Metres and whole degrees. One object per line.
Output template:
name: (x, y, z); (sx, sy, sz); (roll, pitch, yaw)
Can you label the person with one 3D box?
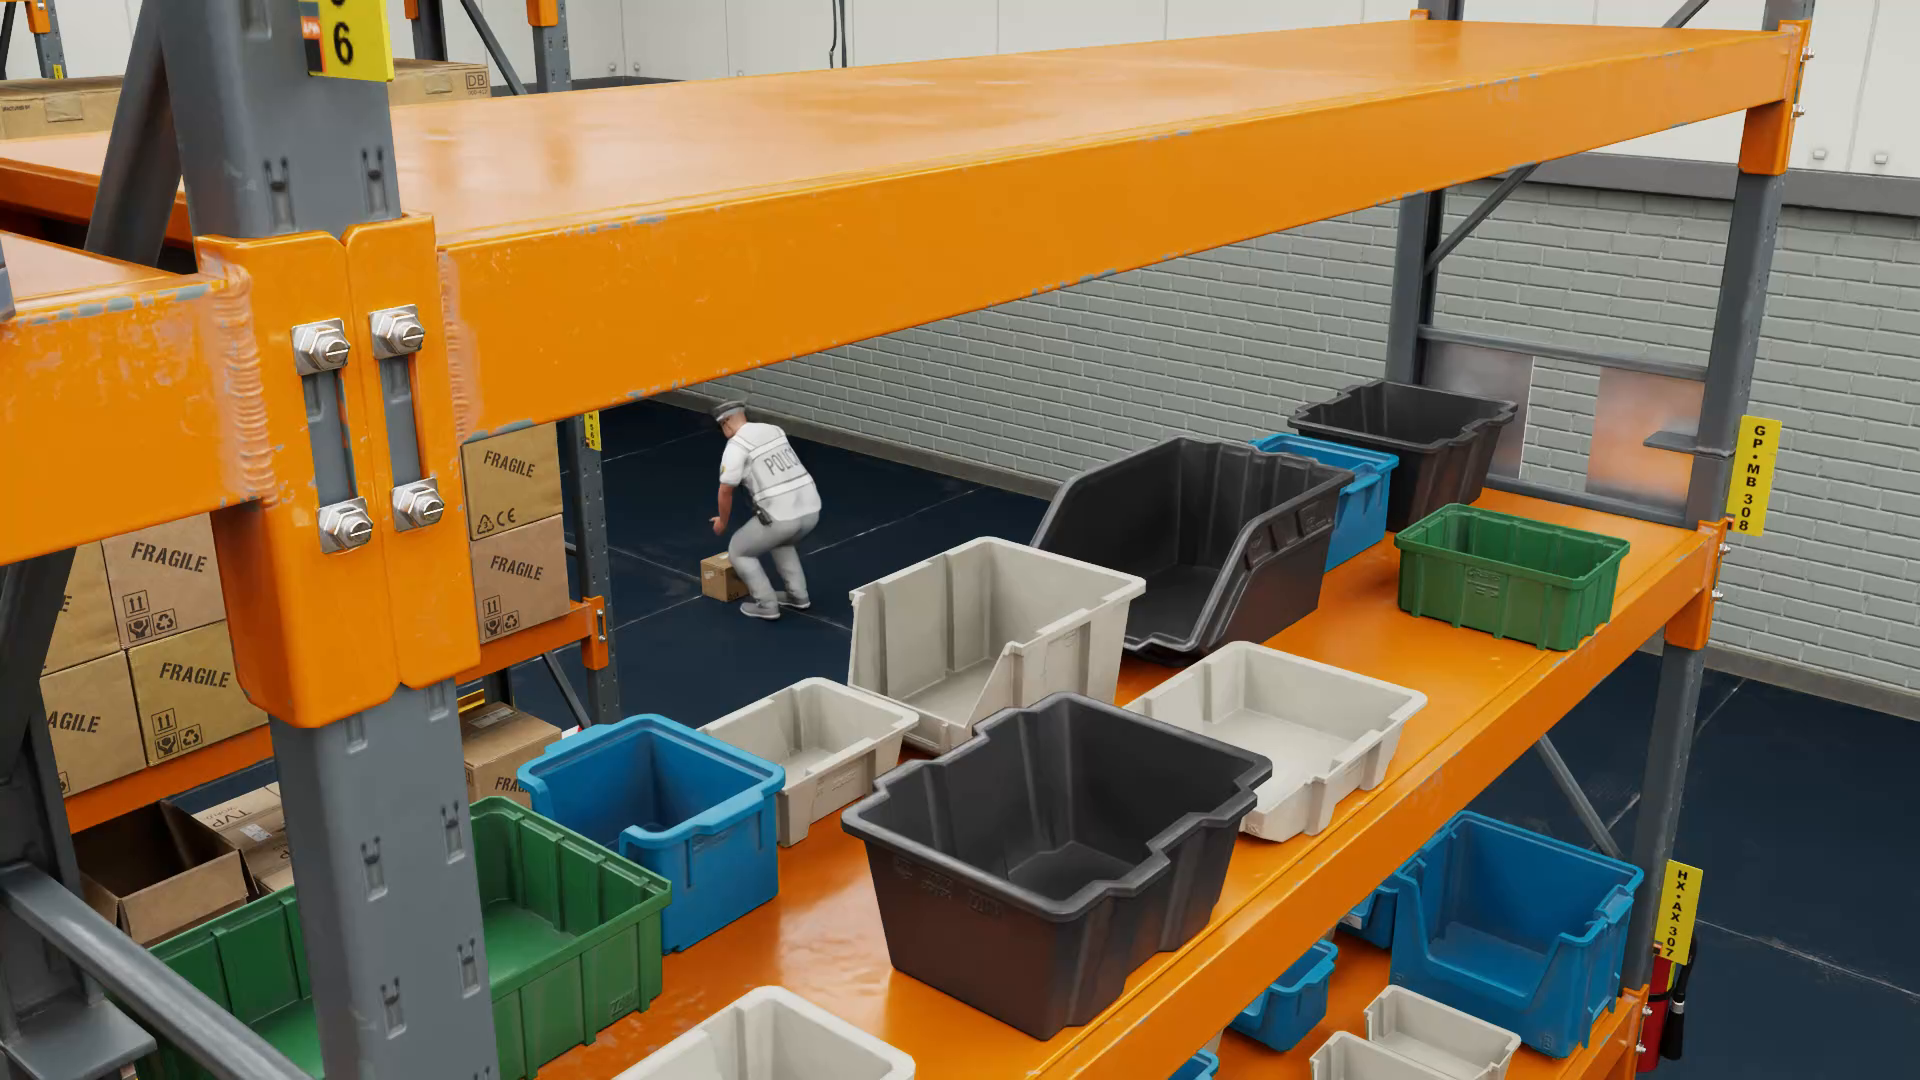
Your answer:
person: (-1.316, -0.198, 11.075); (0.792, 1.439, 0.590); (16, 25, 37)
